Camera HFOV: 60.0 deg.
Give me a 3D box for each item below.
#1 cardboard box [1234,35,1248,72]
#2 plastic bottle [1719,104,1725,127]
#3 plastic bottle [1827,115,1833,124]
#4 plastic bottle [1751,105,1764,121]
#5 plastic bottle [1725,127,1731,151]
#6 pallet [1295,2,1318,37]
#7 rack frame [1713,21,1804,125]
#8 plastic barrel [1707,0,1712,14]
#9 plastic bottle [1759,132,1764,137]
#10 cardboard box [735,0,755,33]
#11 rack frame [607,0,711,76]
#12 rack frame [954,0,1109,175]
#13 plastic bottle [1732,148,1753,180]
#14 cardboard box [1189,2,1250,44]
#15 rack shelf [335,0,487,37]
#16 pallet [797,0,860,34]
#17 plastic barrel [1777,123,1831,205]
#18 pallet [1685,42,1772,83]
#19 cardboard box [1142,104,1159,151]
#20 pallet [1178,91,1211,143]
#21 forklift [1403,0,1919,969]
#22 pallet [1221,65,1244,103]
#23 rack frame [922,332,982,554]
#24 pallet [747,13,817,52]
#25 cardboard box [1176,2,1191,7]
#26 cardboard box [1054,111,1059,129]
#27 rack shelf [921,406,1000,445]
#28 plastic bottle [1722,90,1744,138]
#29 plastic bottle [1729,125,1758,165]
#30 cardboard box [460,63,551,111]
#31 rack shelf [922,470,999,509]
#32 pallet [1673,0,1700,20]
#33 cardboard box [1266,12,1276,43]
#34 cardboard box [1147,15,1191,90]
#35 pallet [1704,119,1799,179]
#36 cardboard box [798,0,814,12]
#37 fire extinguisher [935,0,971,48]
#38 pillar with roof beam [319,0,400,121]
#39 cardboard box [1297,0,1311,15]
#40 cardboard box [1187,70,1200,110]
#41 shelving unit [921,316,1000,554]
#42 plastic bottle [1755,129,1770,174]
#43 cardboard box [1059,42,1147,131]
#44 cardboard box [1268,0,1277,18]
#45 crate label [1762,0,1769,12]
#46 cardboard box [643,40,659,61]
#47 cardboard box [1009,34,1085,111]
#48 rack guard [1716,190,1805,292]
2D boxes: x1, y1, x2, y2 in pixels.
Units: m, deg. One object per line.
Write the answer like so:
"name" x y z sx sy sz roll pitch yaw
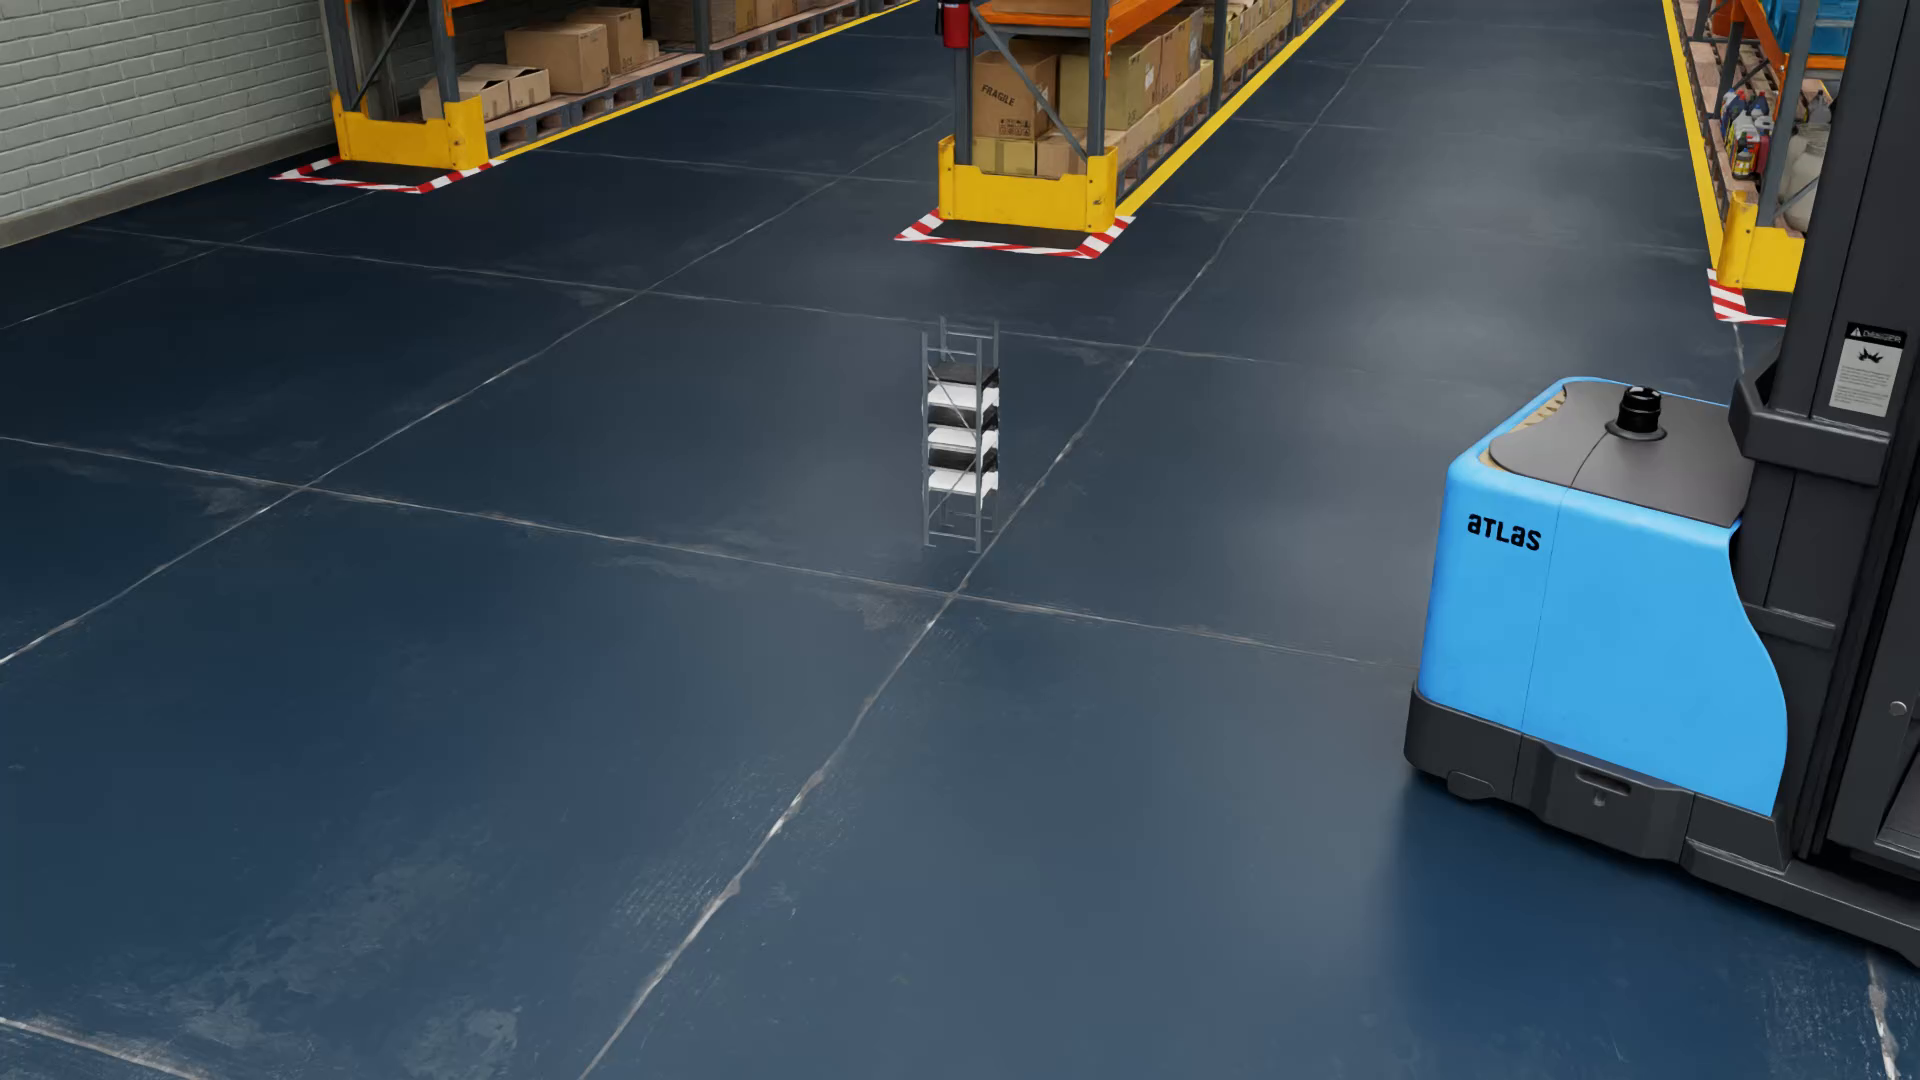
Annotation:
"cardboard box" 2.324 -4.457 15.186 0.500 0.250 0.500 9 27 19
"plastic bottle" 5.902 -3.275 12.779 0.097 0.201 0.097 0 26 0
"plastic bottle" 6.236 -2.908 11.925 0.061 0.283 0.133 9 27 17
"plastic bottle" 5.861 -3.067 12.269 0.097 0.271 0.097 0 26 0
"plastic bottle" 5.616 -2.922 12.050 0.097 0.201 0.097 0 26 0
"pallet" 3.400 -5.856 18.602 1.003 0.211 1.213 9 27 17
"rack frame" 6.455 -4.446 12.490 1.000 3.000 0.127 9 27 17
"plastic barrel" 8.309 -5.861 17.698 0.600 0.588 0.708 9 27 17
"plastic bottle" 5.657 -2.785 11.766 0.097 0.201 0.097 0 26 0
"cardboard box" -2.534 -5.480 16.990 0.700 0.500 0.500 8 27 16
"rack frame" -2.887 -5.883 15.458 1.000 3.000 0.127 9 27 17
"rack frame" 0.454 -3.522 10.582 1.000 3.000 0.127 9 27 17
"plastic bottle" 5.322 -2.559 11.299 0.097 0.201 0.097 0 26 0
"cardboard box" 2.329 -4.708 15.062 0.500 0.311 0.500 8 27 17
"rack shelf" -3.553 -4.737 13.917 1.077 0.370 4.000 9 27 17
"pallet" -1.818 -5.950 18.798 1.003 0.211 1.213 9 27 17
"plastic barrel" 5.438 -2.359 10.553 0.421 0.512 0.421 0 26 0
"pallet" 7.492 -4.522 15.847 1.003 0.211 1.213 9 27 17
"cardboard box" 1.172 -3.073 12.328 0.500 0.250 0.500 9 27 17
"pallet" 1.481 -3.590 13.922 1.003 0.211 1.213 9 27 17
"forklift" 2.860 -0.345 4.098 3.031 2.935 1.130 19 32 34
"pallet" 1.994 -4.219 15.222 1.003 0.211 1.213 9 27 17
"rack frame" -0.031 -0.367 6.474 0.240 0.900 0.006 9 27 17
"pallet" -2.225 -5.451 17.766 1.003 0.211 1.213 9 27 17
"cardboard box" 1.817 -4.792 15.236 0.500 0.311 0.500 10 27 19
"cardboard box" 0.509 -2.944 12.061 0.500 0.250 0.500 9 27 17
"rack shelf" 0.003 -0.459 6.536 0.258 0.077 0.200 9 27 17
"plastic bottle" 5.795 -3.180 12.411 0.144 0.351 0.185 10 27 19
"plastic bottle" 5.478 -2.749 11.607 0.152 0.276 0.135 8 27 16
"cardboard box" -3.714 -3.732 13.597 0.500 0.311 0.500 11 28 22
"rack shelf" 0.003 -0.216 6.654 0.258 0.077 0.200 9 27 17
"pallet" 8.821 -6.167 19.246 1.003 0.211 1.213 9 27 17
"cardboard box" 2.833 -5.091 16.496 0.500 0.250 0.500 9 27 19
"cardboard box" 1.497 -3.823 13.016 0.500 0.500 0.500 9 27 17
"pallet" 6.192 -2.921 12.541 1.003 0.211 1.213 9 27 17
"cardboard box" -2.028 -6.101 18.272 0.700 0.500 0.500 9 27 17
"fire extinguisher" -0.023 -3.506 10.638 0.296 0.674 0.183 9 27 17
"pillar with roof beam" -0.742 -6.728 10.319 9.100 9.000 0.400 9 27 17
"cardboard box" 3.537 -6.028 18.122 0.500 0.500 0.500 10 28 20
"cardboard box" 1.661 -3.691 13.604 0.500 0.250 0.500 9 27 17
"shelving unit" 0.003 -0.408 6.561 0.258 0.900 0.210 9 27 17
"plastic bottle" 5.532 -2.680 11.456 0.061 0.283 0.133 9 27 17
"cardboard box" 1.007 -3.205 11.740 0.500 0.500 0.500 9 27 17
"cardboard box" 2.837 -5.341 16.369 0.500 0.311 0.500 9 27 17
"crate label" 5.481 -3.614 10.731 0.502 0.435 0.616 9 27 17
"cardboard box" -3.037 -4.581 15.516 0.380 0.166 0.250 5 26 11
"cardboard box" 0.671 -3.488 12.324 0.500 0.500 0.500 9 27 17
"rack guard" 5.105 -1.715 9.719 1.175 0.500 0.348 9 27 17
